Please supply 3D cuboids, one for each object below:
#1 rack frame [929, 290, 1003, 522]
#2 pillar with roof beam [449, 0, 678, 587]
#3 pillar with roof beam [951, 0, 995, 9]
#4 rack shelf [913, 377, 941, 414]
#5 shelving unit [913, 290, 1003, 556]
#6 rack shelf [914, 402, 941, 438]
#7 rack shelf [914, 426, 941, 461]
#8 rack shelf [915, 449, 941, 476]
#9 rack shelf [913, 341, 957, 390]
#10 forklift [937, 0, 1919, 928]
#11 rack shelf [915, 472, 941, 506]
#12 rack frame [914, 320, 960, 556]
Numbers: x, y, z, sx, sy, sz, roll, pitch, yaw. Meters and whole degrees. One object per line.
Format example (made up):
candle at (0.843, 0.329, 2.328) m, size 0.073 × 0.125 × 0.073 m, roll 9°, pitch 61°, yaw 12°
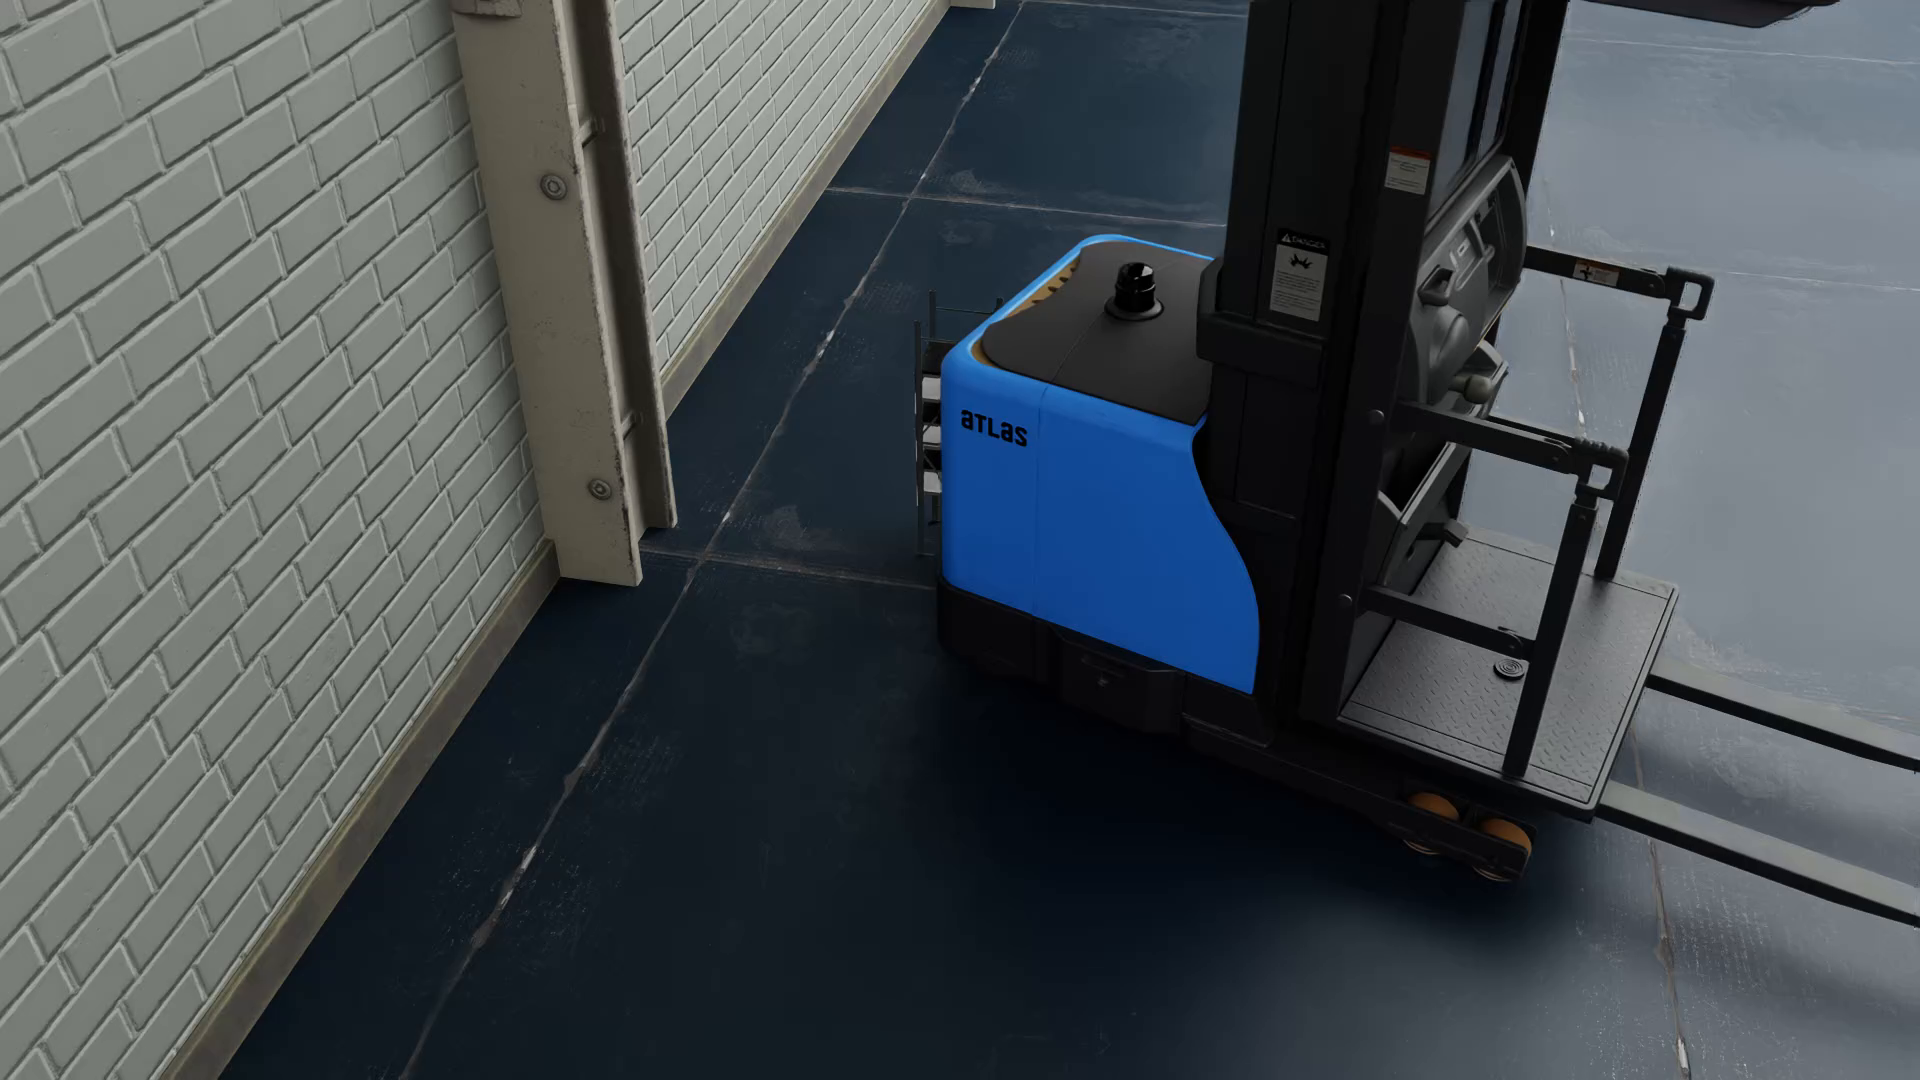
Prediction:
rack frame at (0.020, -0.418, 5.560) m, size 0.240 × 0.900 × 0.006 m, roll 7°, pitch 37°, yaw 10°
pillar with roof beam at (3.022, -3.082, 2.334) m, size 9.100 × 9.000 × 0.400 m, roll 7°, pitch 37°, yaw 10°
pillar with roof beam at (4.304, -6.521, 7.080) m, size 9.100 × 9.000 × 0.400 m, roll 7°, pitch 37°, yaw 10°
rack shelf at (-0.002, -0.478, 5.393) m, size 0.258 × 0.077 × 0.200 m, roll 7°, pitch 37°, yaw 10°
shelving unit at (-0.002, -0.360, 5.479) m, size 0.258 × 0.900 × 0.210 m, roll 7°, pitch 37°, yaw 10°
rack shelf at (-0.002, -0.406, 5.446) m, size 0.258 × 0.077 × 0.200 m, roll 7°, pitch 37°, yaw 10°
rack shelf at (-0.002, -0.333, 5.499) m, size 0.258 × 0.077 × 0.200 m, roll 7°, pitch 37°, yaw 10°
rack shelf at (-0.002, -0.260, 5.552) m, size 0.258 × 0.077 × 0.200 m, roll 7°, pitch 37°, yaw 10°
rack shelf at (-0.002, -0.551, 5.341) m, size 0.258 × 0.077 × 0.200 m, roll 7°, pitch 37°, yaw 10°
forklift at (1.461, -0.627, 4.117) m, size 3.031 × 2.935 × 1.130 m, roll 19°, pitch 40°, yaw 24°
rack shelf at (-0.002, -0.187, 5.605) m, size 0.258 × 0.077 × 0.200 m, roll 7°, pitch 37°, yaw 10°
rack frame at (-0.023, -0.301, 5.399) m, size 0.240 × 0.900 × 0.006 m, roll 7°, pitch 37°, yaw 10°
